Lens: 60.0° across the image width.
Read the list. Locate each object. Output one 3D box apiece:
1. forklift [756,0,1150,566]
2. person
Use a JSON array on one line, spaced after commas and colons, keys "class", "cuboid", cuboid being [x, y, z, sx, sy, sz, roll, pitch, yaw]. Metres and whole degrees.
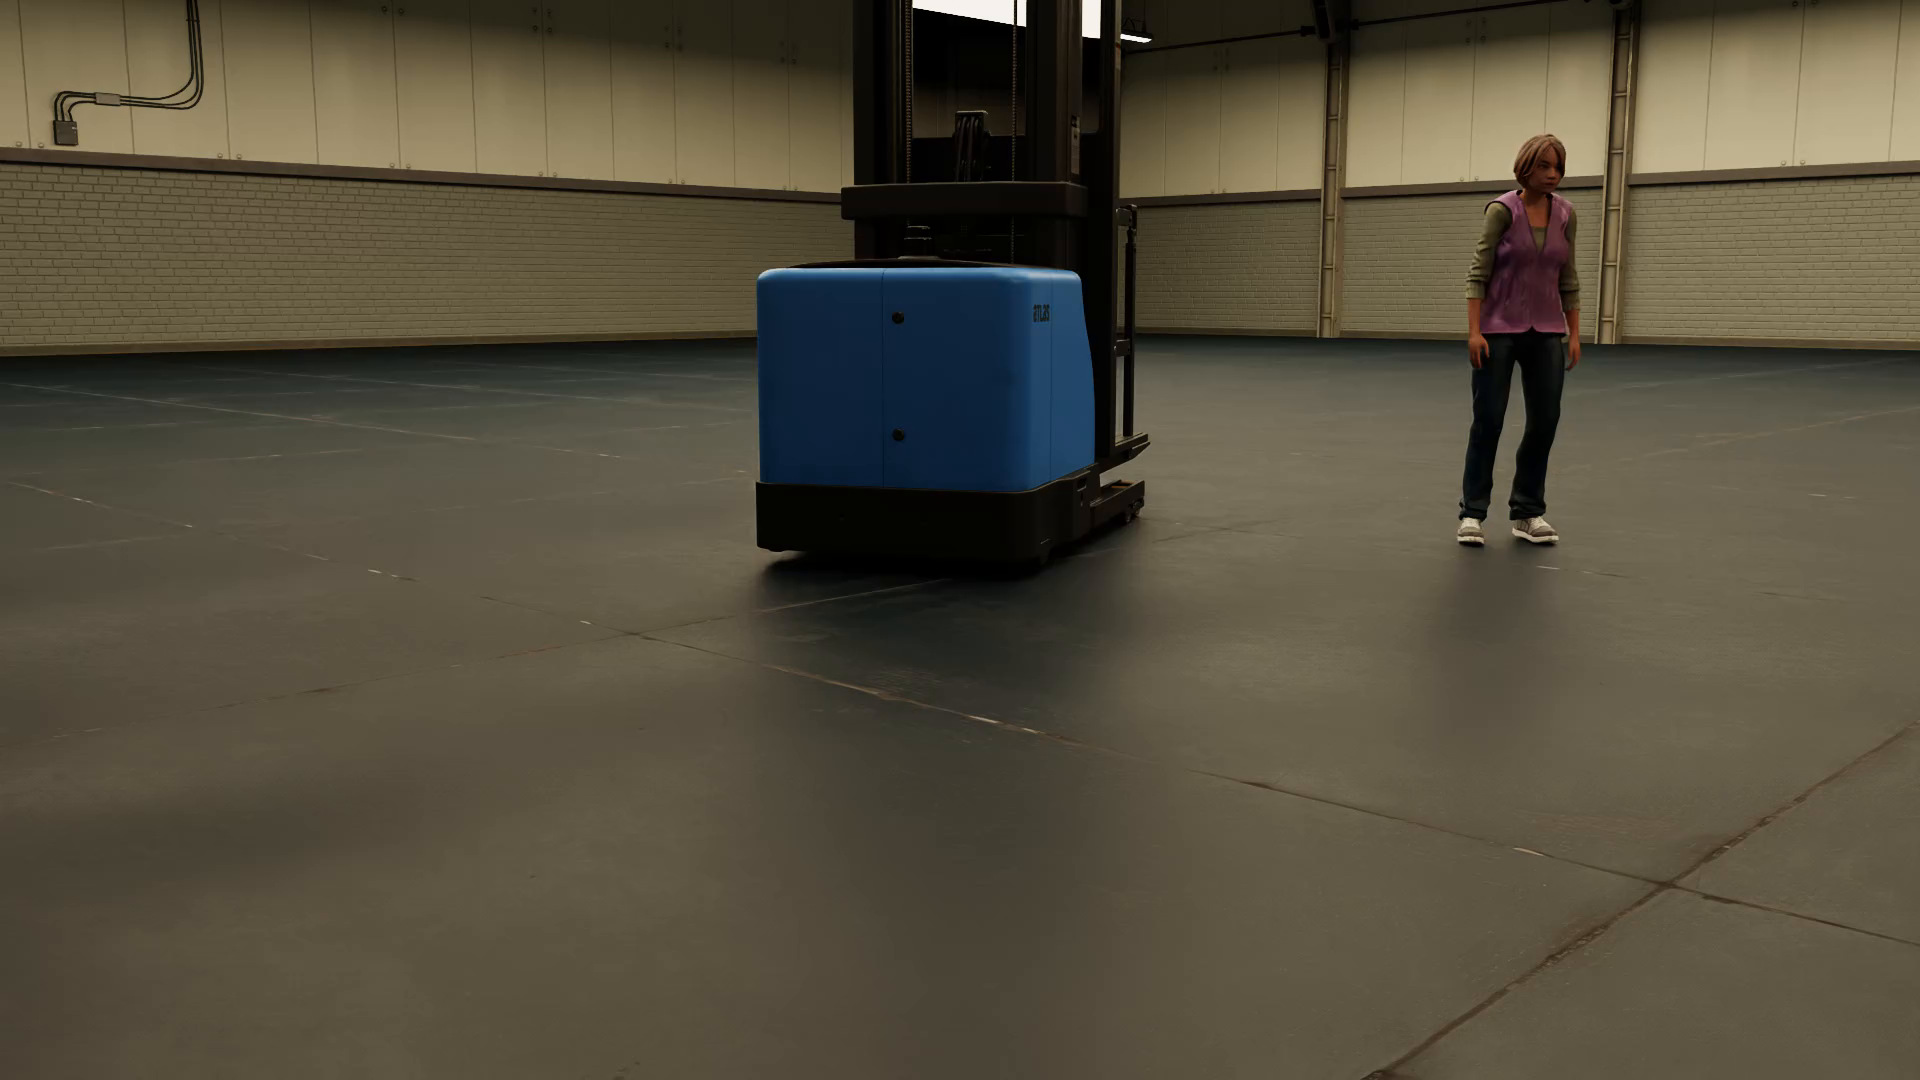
[{"class": "forklift", "cuboid": [0.192, -1.538, 7.089, 1.130, 2.935, 3.031, 3, 9, 18]}, {"class": "person", "cuboid": [2.221, -0.786, 6.592, 0.487, 1.593, 0.343, -1, 9, -4]}]
